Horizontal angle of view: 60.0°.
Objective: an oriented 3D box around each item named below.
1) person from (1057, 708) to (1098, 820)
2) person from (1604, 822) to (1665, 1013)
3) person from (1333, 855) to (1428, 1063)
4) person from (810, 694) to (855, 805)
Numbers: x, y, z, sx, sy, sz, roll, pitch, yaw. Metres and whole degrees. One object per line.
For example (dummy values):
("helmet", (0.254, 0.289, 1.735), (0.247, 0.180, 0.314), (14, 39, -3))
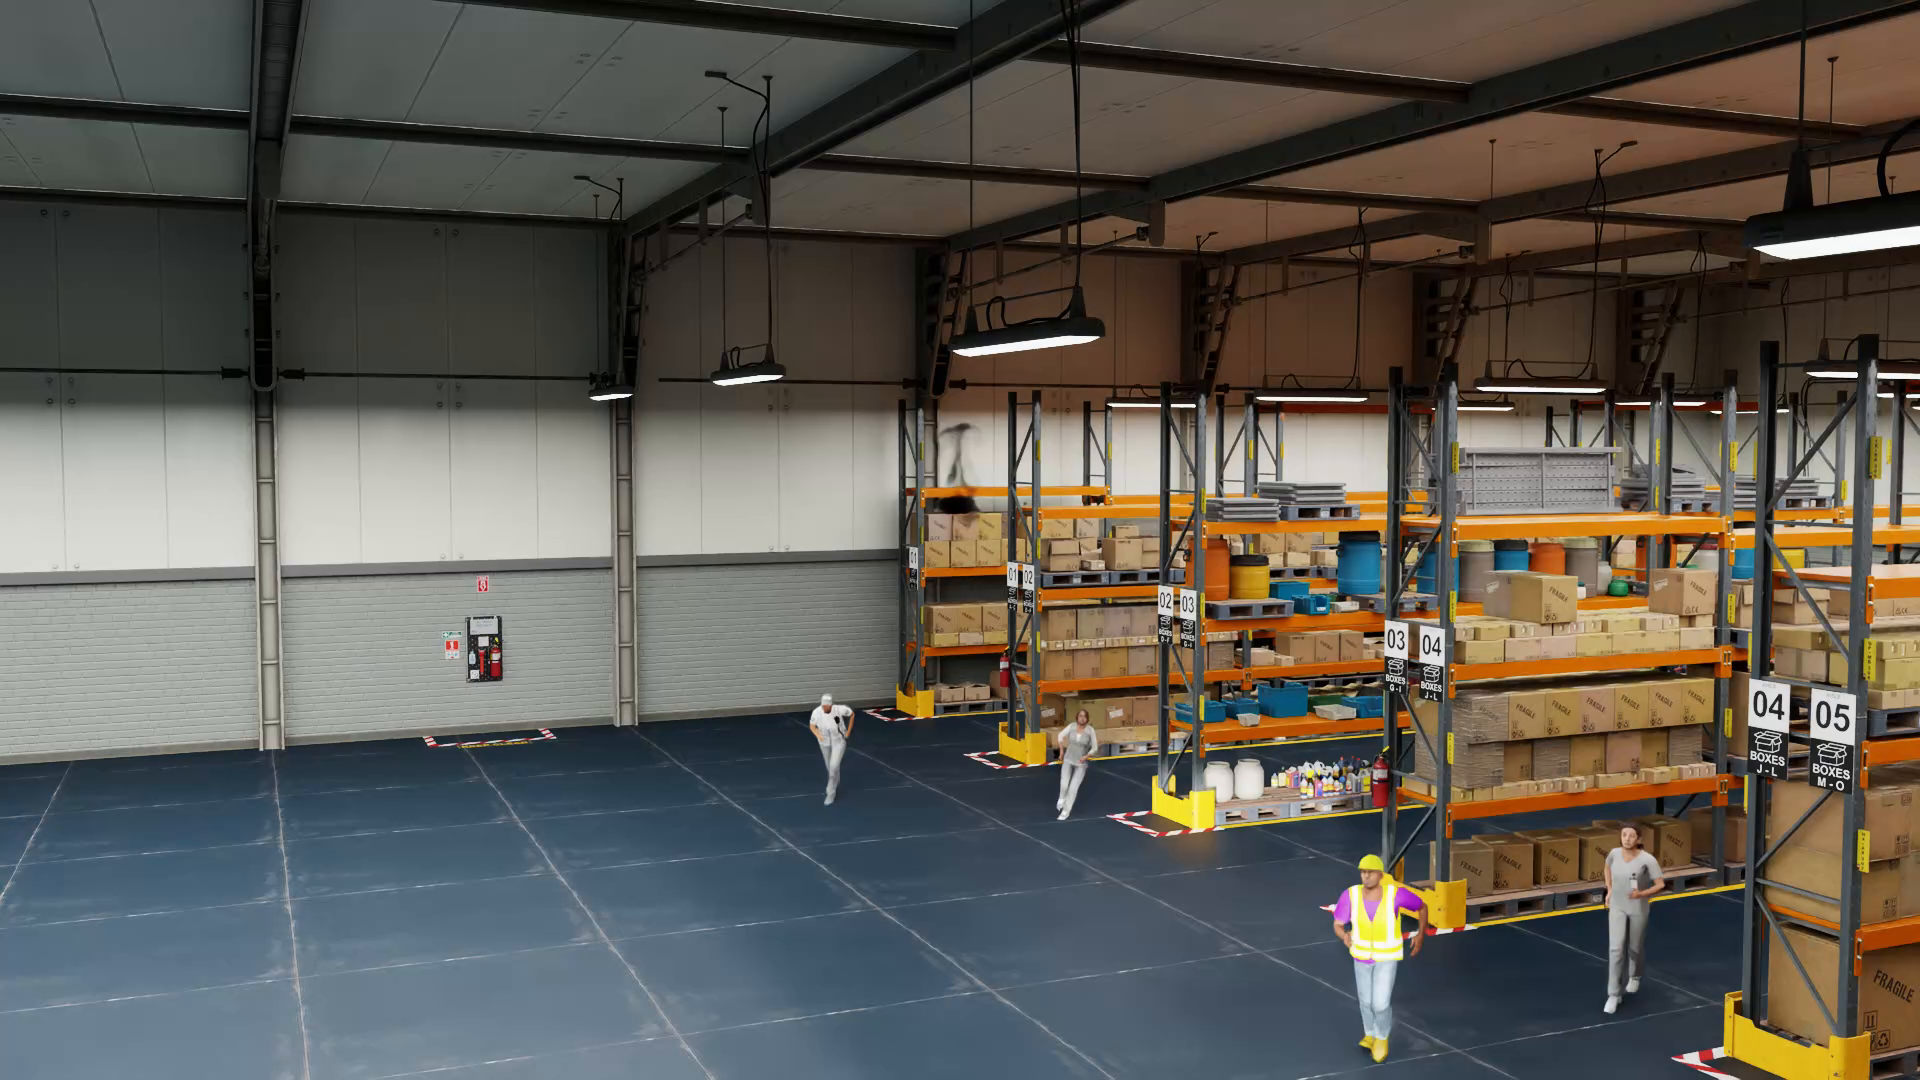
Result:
("person", (1.600, 3.070, 22.759), (0.575, 1.543, 0.491), (0, 3, 8))
("person", (6.163, 3.413, 15.241), (0.561, 1.683, 0.860), (2, 4, 34))
("person", (3.467, 3.467, 13.805), (0.719, 1.728, 0.840), (2, 4, 29))
("person", (-1.842, 2.989, 24.132), (0.648, 1.627, 1.036), (0, 3, 5))
